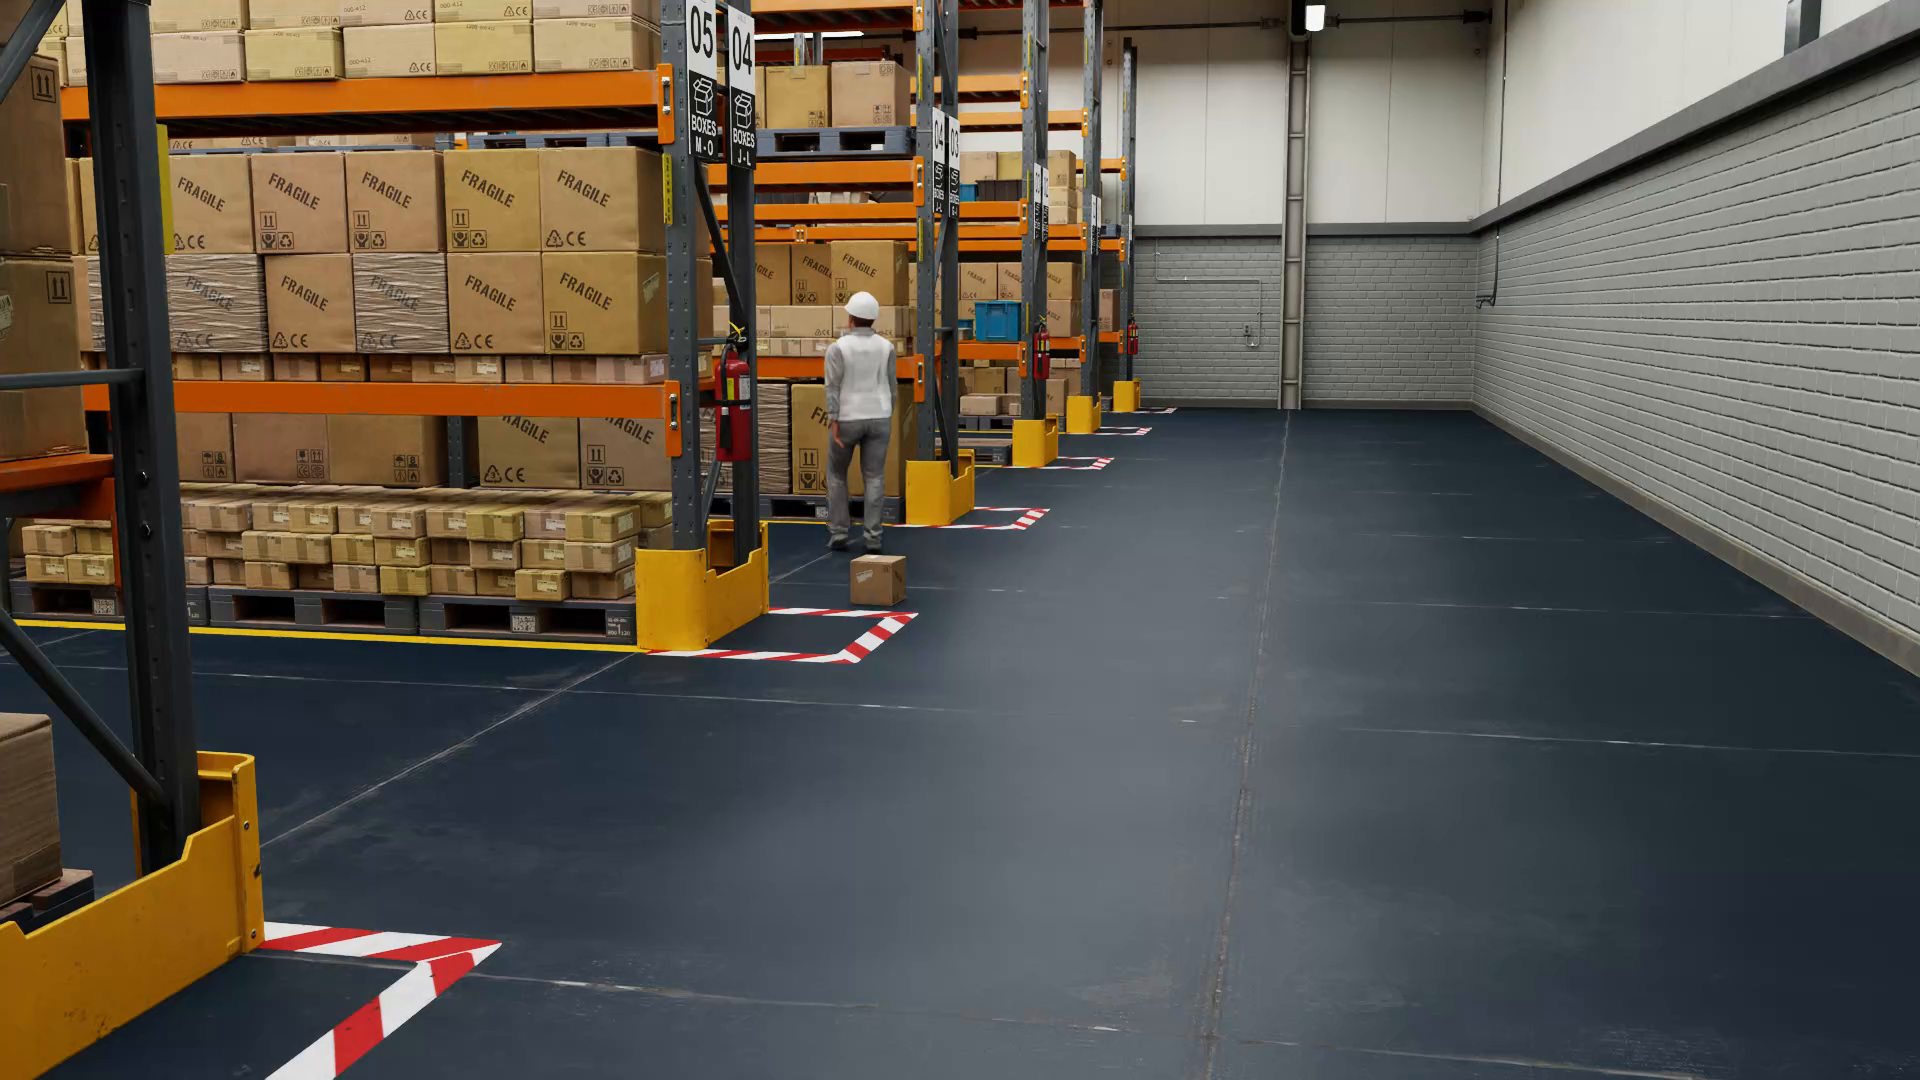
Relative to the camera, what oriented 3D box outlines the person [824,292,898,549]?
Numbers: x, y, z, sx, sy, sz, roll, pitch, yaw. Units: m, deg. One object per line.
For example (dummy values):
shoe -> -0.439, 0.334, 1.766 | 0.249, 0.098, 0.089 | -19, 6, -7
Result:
person -> -0.702, -0.794, 11.544 | 0.538, 1.837, 0.577 | -2, 8, -16
